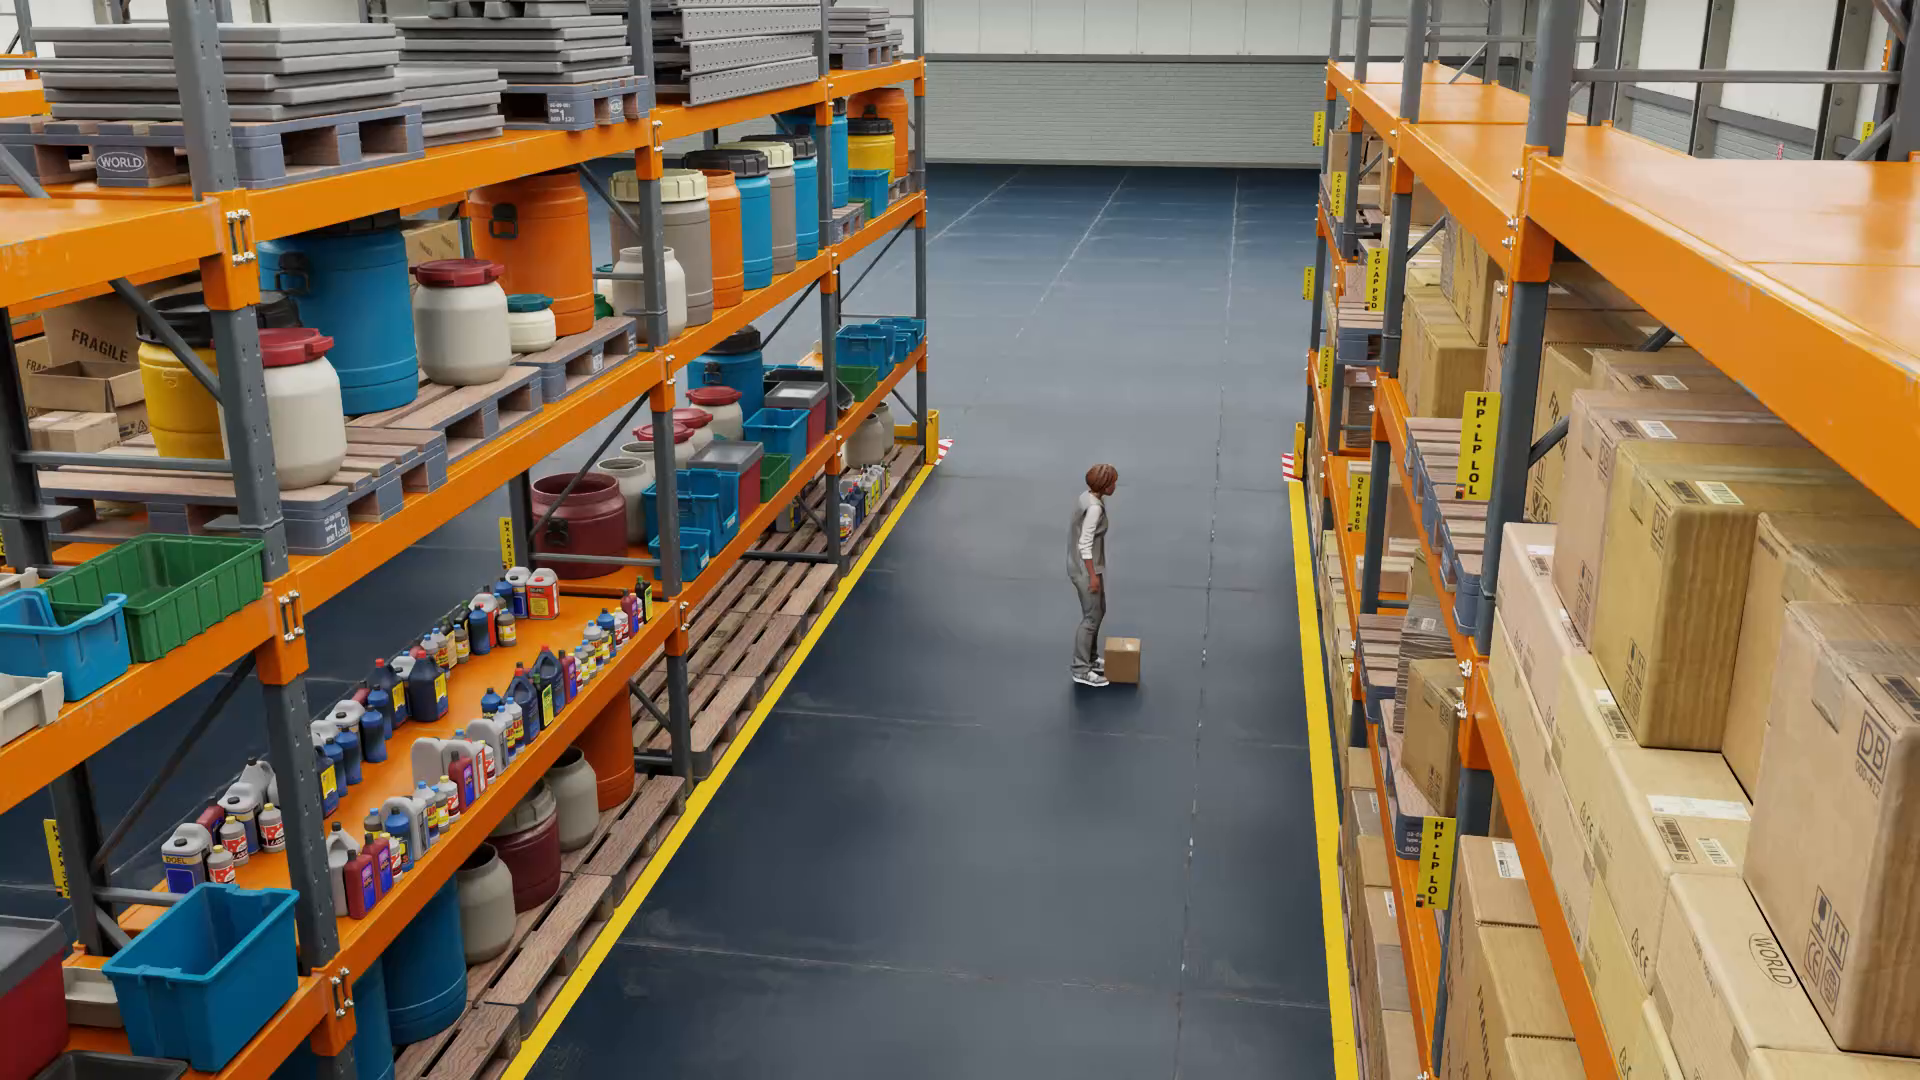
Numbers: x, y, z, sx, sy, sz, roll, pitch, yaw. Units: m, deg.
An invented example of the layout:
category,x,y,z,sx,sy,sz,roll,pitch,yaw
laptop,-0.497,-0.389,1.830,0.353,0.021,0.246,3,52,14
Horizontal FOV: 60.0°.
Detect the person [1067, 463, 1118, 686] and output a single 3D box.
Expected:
category,x,y,z,sx,sy,sz,roll,pitch,yaw
person,0.949,0.226,11.888,0.377,1.592,0.477,2,18,6
